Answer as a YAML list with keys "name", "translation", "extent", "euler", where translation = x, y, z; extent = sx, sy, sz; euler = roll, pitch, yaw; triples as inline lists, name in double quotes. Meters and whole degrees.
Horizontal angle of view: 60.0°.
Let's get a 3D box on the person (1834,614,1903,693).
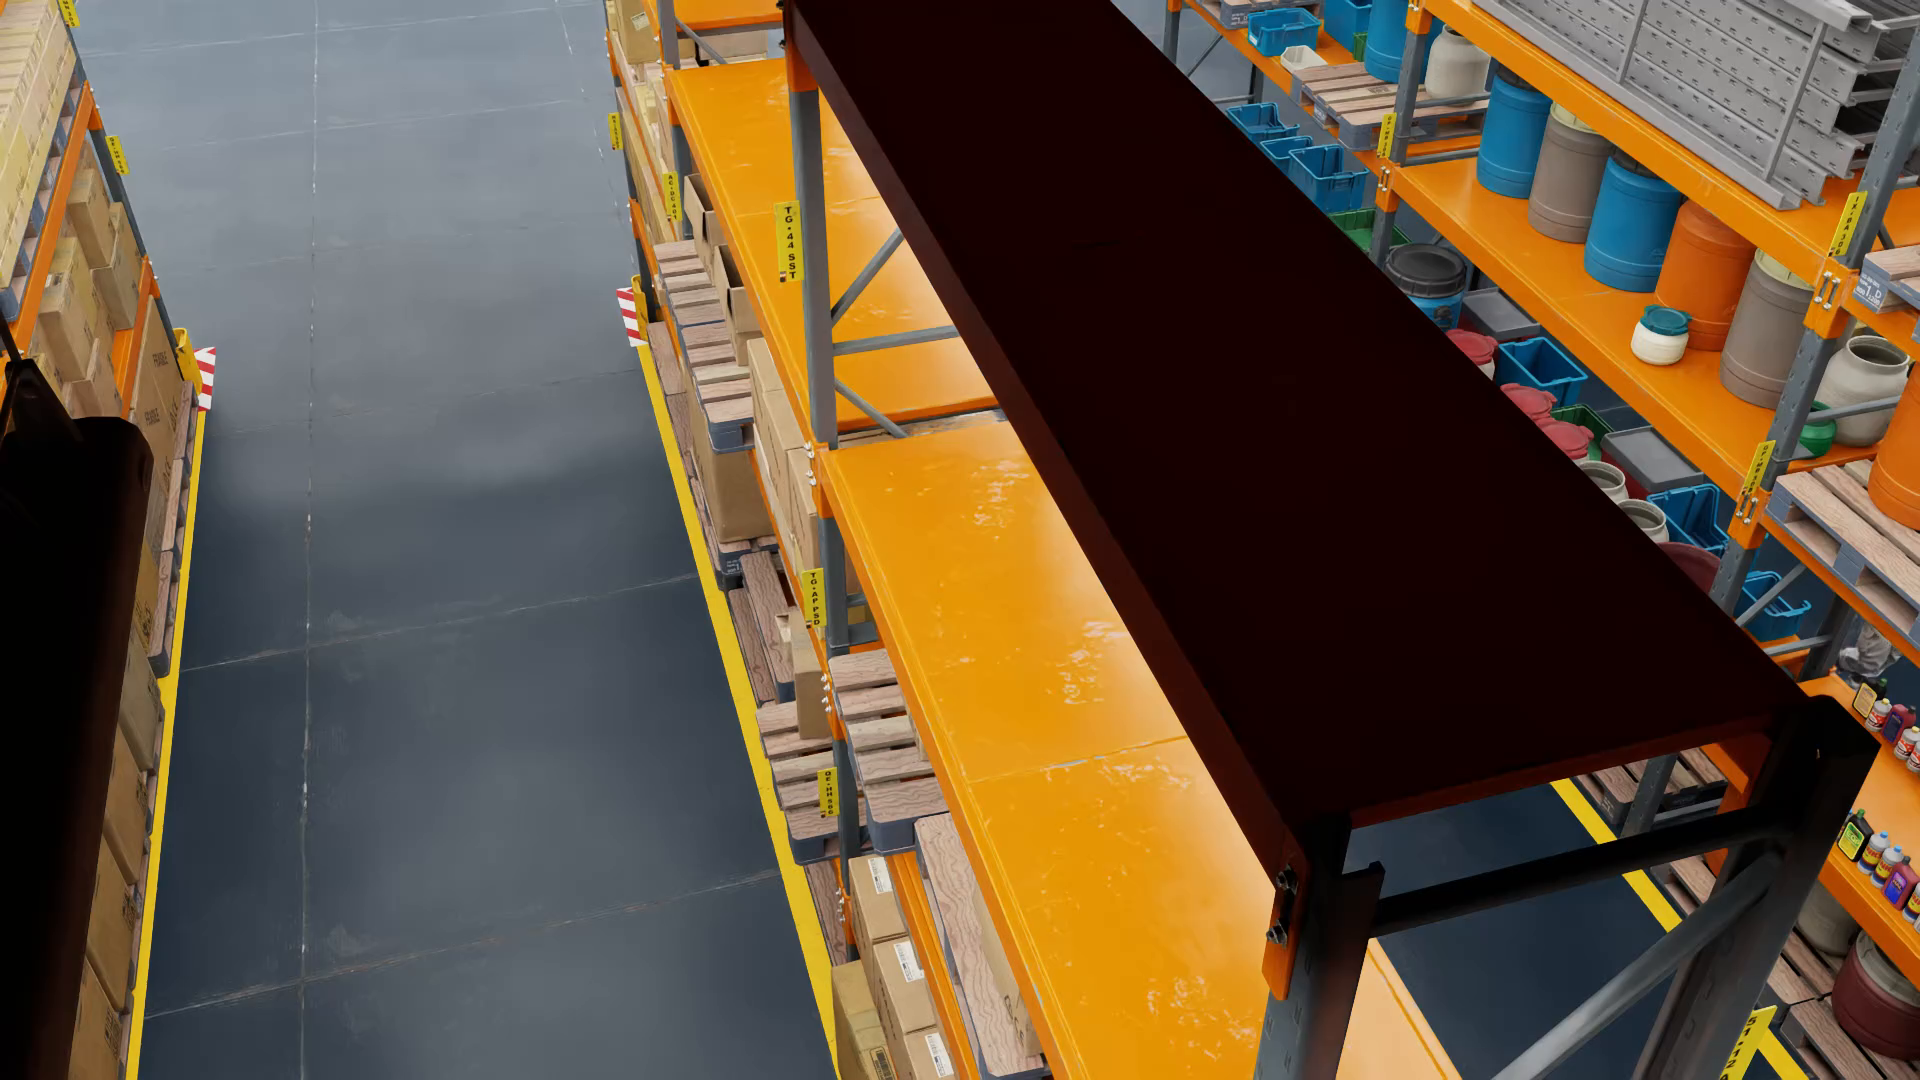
- name: "person"
  translation: [6.137, 0.414, 10.864]
  extent: [0.578, 1.781, 0.514]
  euler: [-4, 39, -5]
